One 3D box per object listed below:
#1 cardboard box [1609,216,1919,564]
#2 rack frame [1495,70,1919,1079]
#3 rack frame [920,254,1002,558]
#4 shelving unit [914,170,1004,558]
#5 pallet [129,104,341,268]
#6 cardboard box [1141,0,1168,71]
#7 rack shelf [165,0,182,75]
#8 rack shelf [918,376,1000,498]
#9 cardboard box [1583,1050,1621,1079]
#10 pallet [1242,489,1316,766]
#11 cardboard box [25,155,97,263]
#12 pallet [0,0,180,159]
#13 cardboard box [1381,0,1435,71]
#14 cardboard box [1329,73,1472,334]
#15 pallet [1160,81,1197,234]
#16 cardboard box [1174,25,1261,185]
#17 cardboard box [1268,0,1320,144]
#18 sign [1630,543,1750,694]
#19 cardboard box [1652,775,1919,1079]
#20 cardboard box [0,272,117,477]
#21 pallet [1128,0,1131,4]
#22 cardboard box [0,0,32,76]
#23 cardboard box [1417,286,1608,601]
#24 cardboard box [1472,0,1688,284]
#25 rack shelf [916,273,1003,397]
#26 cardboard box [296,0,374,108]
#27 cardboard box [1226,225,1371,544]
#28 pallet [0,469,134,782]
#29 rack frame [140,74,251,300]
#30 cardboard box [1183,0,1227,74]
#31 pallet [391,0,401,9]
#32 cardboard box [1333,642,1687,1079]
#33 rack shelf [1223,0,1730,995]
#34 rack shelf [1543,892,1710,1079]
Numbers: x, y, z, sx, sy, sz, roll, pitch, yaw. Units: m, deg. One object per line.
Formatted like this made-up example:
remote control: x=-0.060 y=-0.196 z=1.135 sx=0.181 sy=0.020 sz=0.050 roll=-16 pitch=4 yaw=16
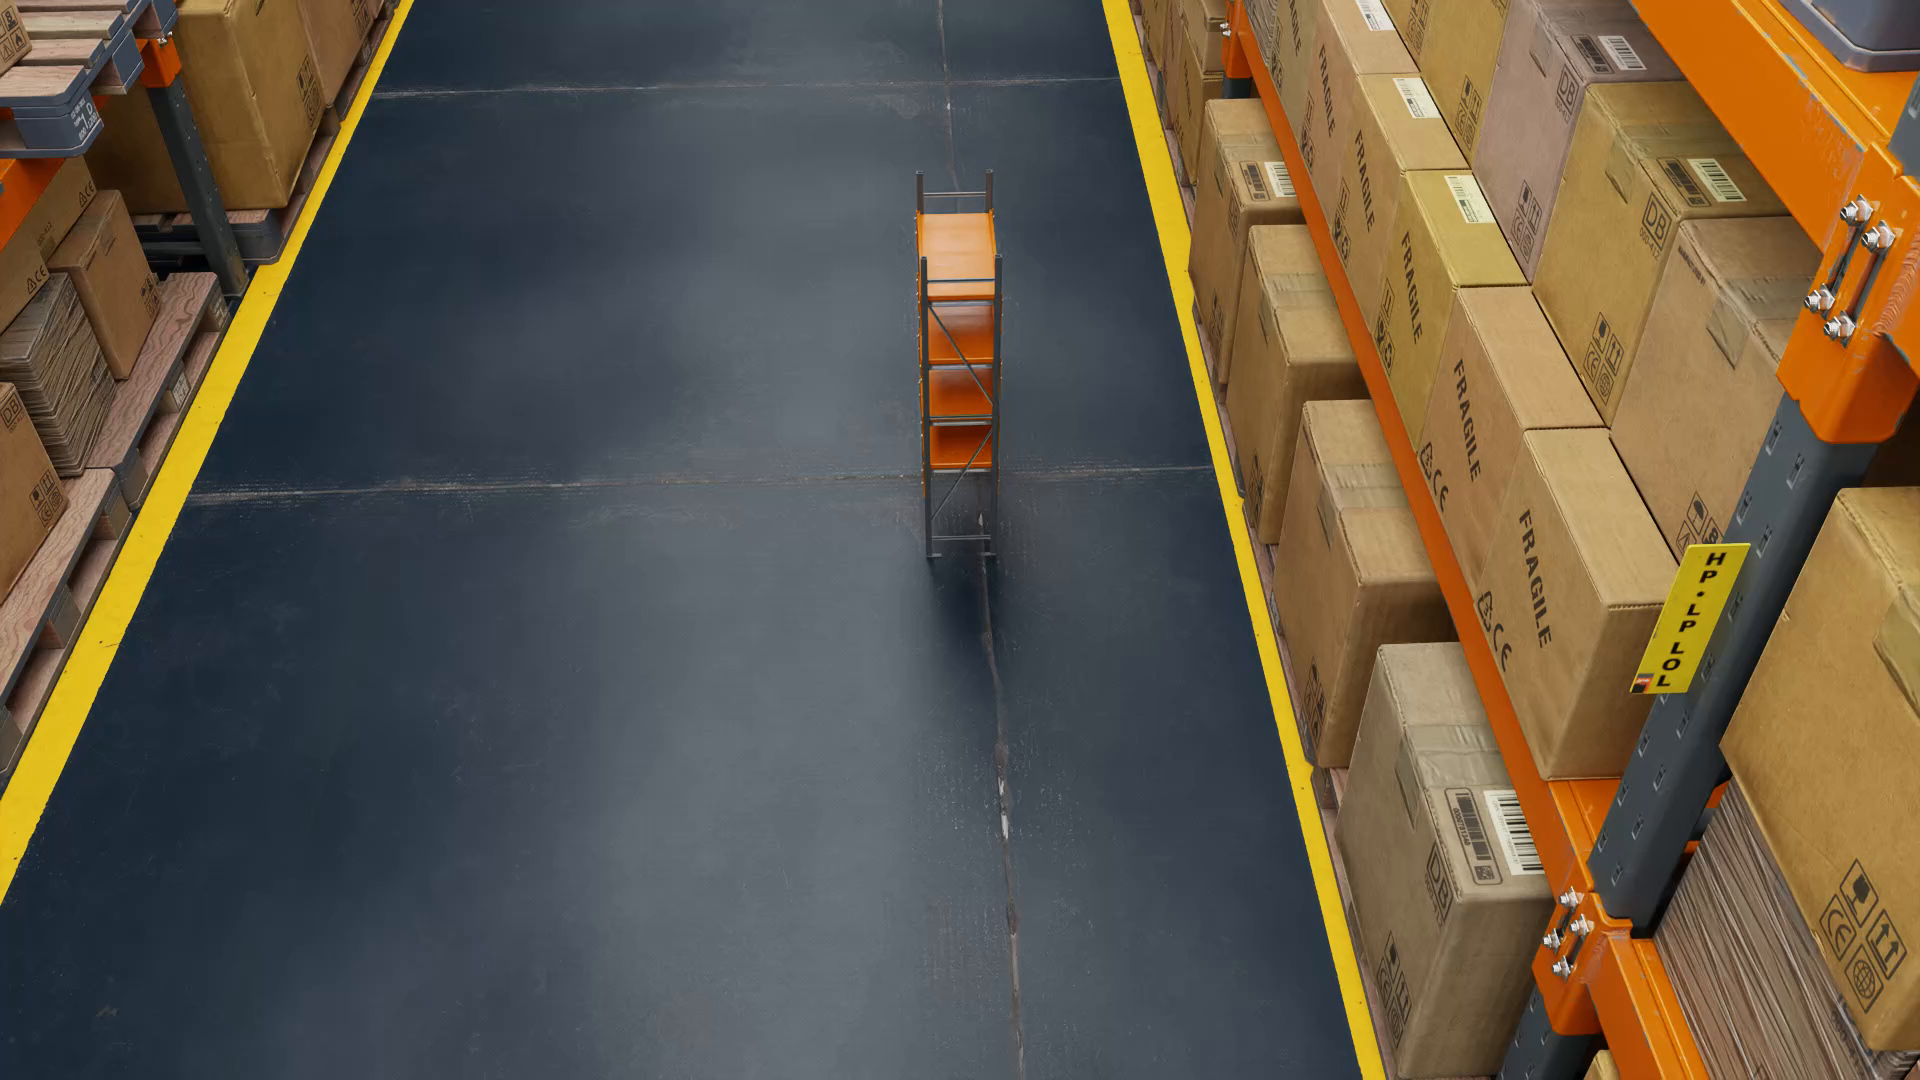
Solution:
cardboard box: x=1.652 y=-0.238 z=2.975 sx=0.700 sy=0.500 sz=0.500 roll=-2 pitch=43 yaw=-3
rack frame: x=1.676 y=0.503 z=2.981 sx=0.949 sy=2.616 sz=0.053 roll=-2 pitch=43 yaw=-2
rack frame: x=0.003 y=-0.389 z=5.287 sx=0.240 sy=1.200 sz=0.015 roll=-2 pitch=43 yaw=-2
shelving unit: x=-0.007 y=-0.554 z=5.466 sx=0.258 sy=1.200 sz=0.503 roll=-2 pitch=43 yaw=-2
pallet: x=-3.408 y=-1.630 z=7.372 sx=1.003 sy=0.211 sz=1.213 roll=-2 pitch=43 yaw=-2
cardboard box: x=1.163 y=-2.575 z=7.878 sx=0.500 sy=0.500 sz=0.500 roll=-3 pitch=43 yaw=-4
rack shelf: x=-3.535 y=-3.208 z=7.563 sx=1.077 sy=0.370 sz=4.000 roll=-2 pitch=43 yaw=-2
rack shelf: x=-0.007 y=-0.358 z=5.646 sx=0.258 sy=0.148 sz=0.480 roll=-2 pitch=43 yaw=-2
cardboard box: x=1.636 y=1.558 z=3.092 sx=0.875 sy=0.875 sz=0.875 roll=-1 pitch=43 yaw=-1
pallet: x=1.517 y=0.186 z=5.390 sx=1.003 sy=0.211 sz=1.213 roll=-2 pitch=43 yaw=-2
cardboard box: x=-3.392 y=-1.189 z=5.797 sx=0.500 sy=0.250 sz=0.500 roll=0 pitch=43 yaw=0
pallet: x=-3.314 y=-1.575 z=5.390 sx=1.213 sy=0.211 sz=1.003 roll=-2 pitch=43 yaw=-2
cardboard box: x=1.565 y=-1.612 z=4.475 sx=0.700 sy=0.500 sz=0.500 roll=-2 pitch=43 yaw=-2
cardboard box: x=1.323 y=-0.904 z=4.442 sx=0.500 sy=0.500 sz=0.500 roll=-2 pitch=43 yaw=-2
pallet: x=1.478 y=-1.697 z=7.445 sx=1.003 sy=0.211 sz=1.213 roll=-2 pitch=43 yaw=-2
cardboard box: x=1.220 y=-1.868 z=7.107 sx=0.500 sy=0.500 sz=0.500 roll=-2 pitch=43 yaw=-2
cardboard box: x=1.283 y=-1.580 z=5.180 sx=0.500 sy=0.500 sz=0.500 roll=-2 pitch=43 yaw=-2
sign: x=1.138 y=0.127 z=2.593 sx=0.100 sy=0.325 sz=0.005 roll=-2 pitch=43 yaw=-2
cardboard box: x=1.707 y=0.696 z=2.660 sx=0.875 sy=0.550 sz=0.550 roll=-2 pitch=43 yaw=-2
cardboard box: x=-3.365 y=-0.538 z=5.642 sx=0.700 sy=0.500 sz=0.500 roll=-5 pitch=43 yaw=-5
pallet: x=1.374 y=-3.344 z=9.242 sx=1.003 sy=0.211 sz=1.213 roll=-2 pitch=43 yaw=-2
cardboard box: x=-3.264 y=-1.578 z=4.867 sx=0.700 sy=0.500 sz=0.500 roll=4 pitch=43 yaw=5
cardboard box: x=1.369 y=-0.220 z=3.696 sx=0.500 sy=0.500 sz=0.500 roll=-2 pitch=43 yaw=-2
cardboard box: x=1.608 y=-0.926 z=3.726 sx=0.700 sy=0.500 sz=0.500 roll=-1 pitch=43 yaw=-1
rack shelf: x=-0.007 y=-0.669 z=5.361 sx=0.258 sy=0.148 sz=0.480 roll=-2 pitch=43 yaw=-2
cardboard box: x=-3.489 y=-2.564 z=7.588 sx=1.225 sy=0.875 sz=0.875 roll=-2 pitch=43 yaw=-2
cardboard box: x=1.486 y=-0.519 z=5.451 sx=1.050 sy=0.750 sz=0.750 roll=-1 pitch=43 yaw=-1
pallet: x=-3.370 y=0.254 z=5.317 sx=1.003 sy=0.211 sz=1.213 roll=-2 pitch=43 yaw=-2
rack frame: x=-3.450 y=-2.123 z=5.847 sx=1.000 sy=3.000 sz=0.127 roll=-2 pitch=43 yaw=-2
cardboard box: x=1.219 y=-2.162 z=6.872 sx=0.500 sy=0.250 sz=0.500 roll=-3 pitch=43 yaw=-3
pallet: x=-3.512 y=-3.277 z=9.169 sx=1.003 sy=0.211 sz=1.213 roll=-2 pitch=43 yaw=-2
cardboard box: x=1.563 y=0.761 z=4.054 sx=1.050 sy=0.750 sz=0.750 roll=-2 pitch=43 yaw=-2
rack shelf: x=1.594 y=-0.582 z=4.698 sx=1.077 sy=0.370 sz=4.000 roll=-2 pitch=43 yaw=-2
rack shelf: x=1.764 y=2.118 z=1.752 sx=1.077 sy=0.370 sz=4.000 roll=-2 pitch=43 yaw=-2
